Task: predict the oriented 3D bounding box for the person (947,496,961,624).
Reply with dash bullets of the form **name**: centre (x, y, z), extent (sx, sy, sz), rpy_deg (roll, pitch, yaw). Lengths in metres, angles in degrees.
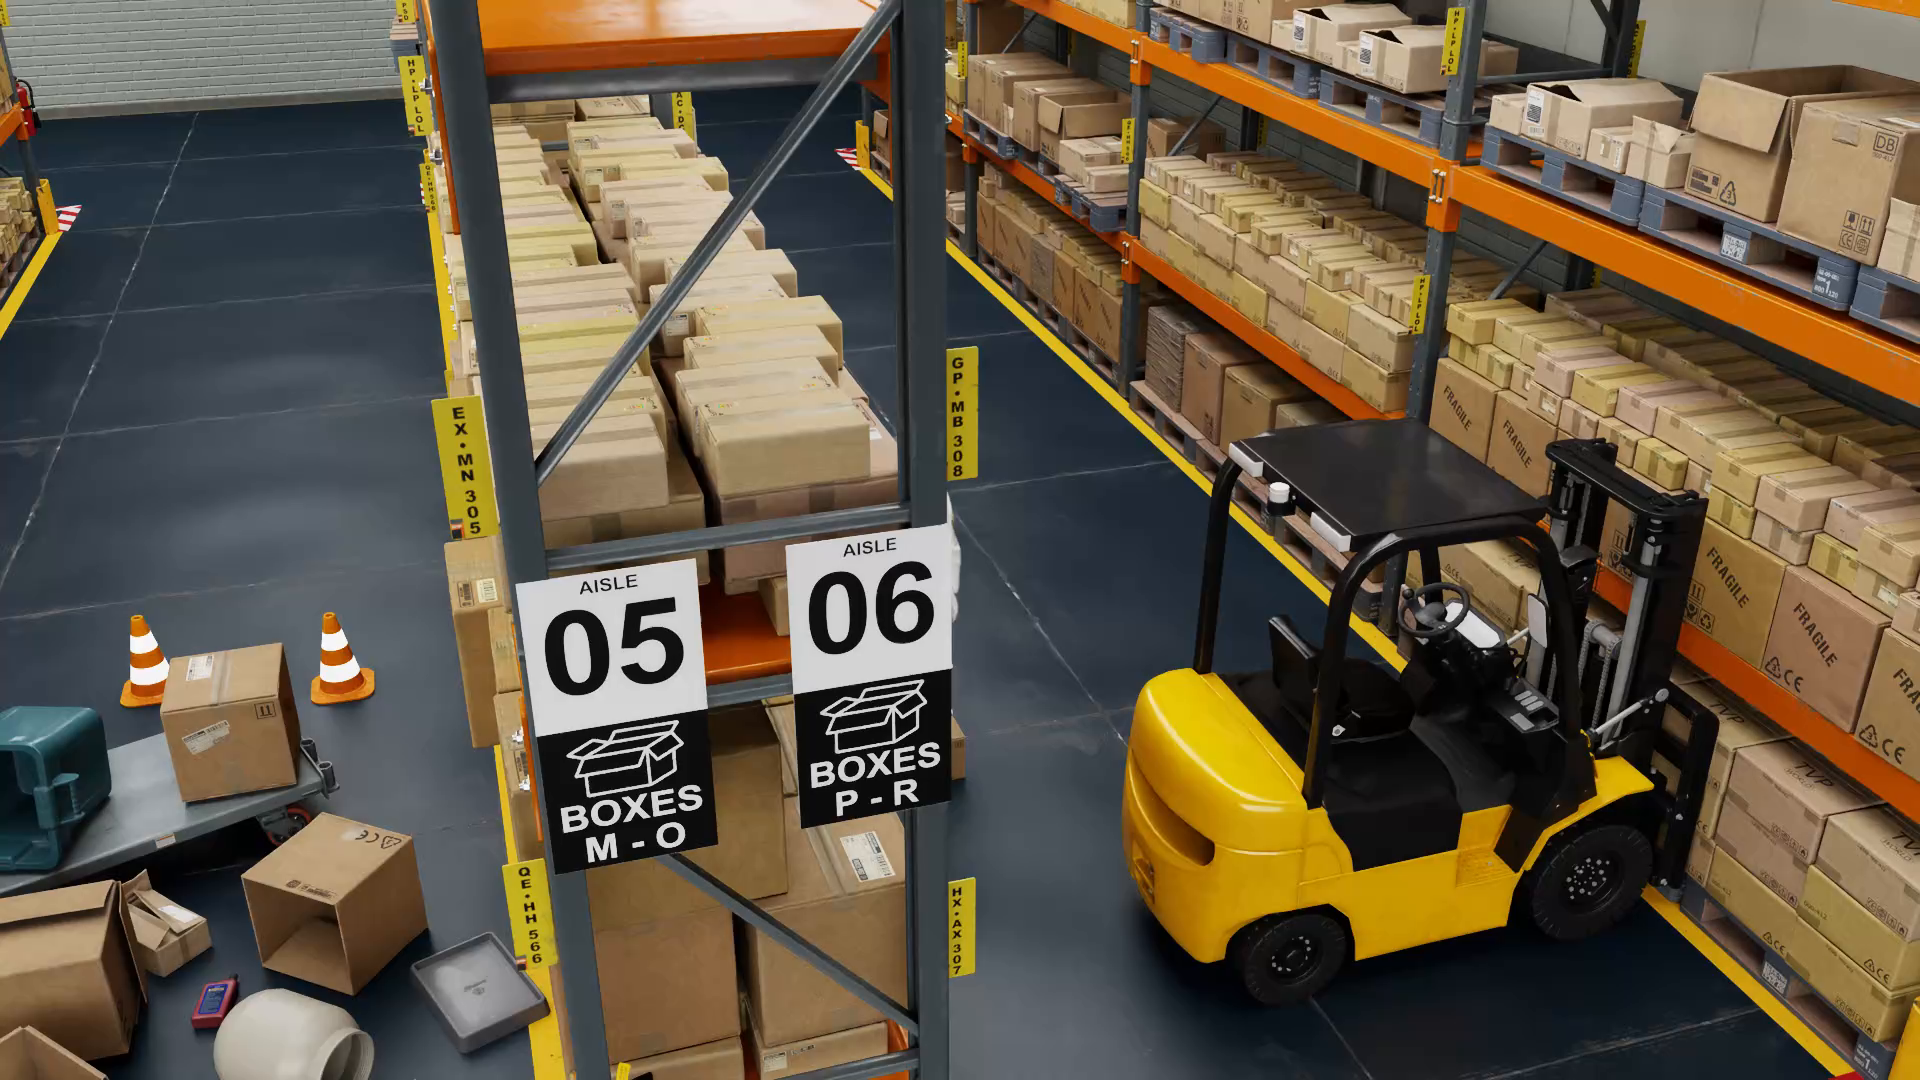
- **person**: centre (-0.239, 0.279, 8.637), extent (0.508, 1.604, 0.485), rpy_deg (-8, 27, -15)
